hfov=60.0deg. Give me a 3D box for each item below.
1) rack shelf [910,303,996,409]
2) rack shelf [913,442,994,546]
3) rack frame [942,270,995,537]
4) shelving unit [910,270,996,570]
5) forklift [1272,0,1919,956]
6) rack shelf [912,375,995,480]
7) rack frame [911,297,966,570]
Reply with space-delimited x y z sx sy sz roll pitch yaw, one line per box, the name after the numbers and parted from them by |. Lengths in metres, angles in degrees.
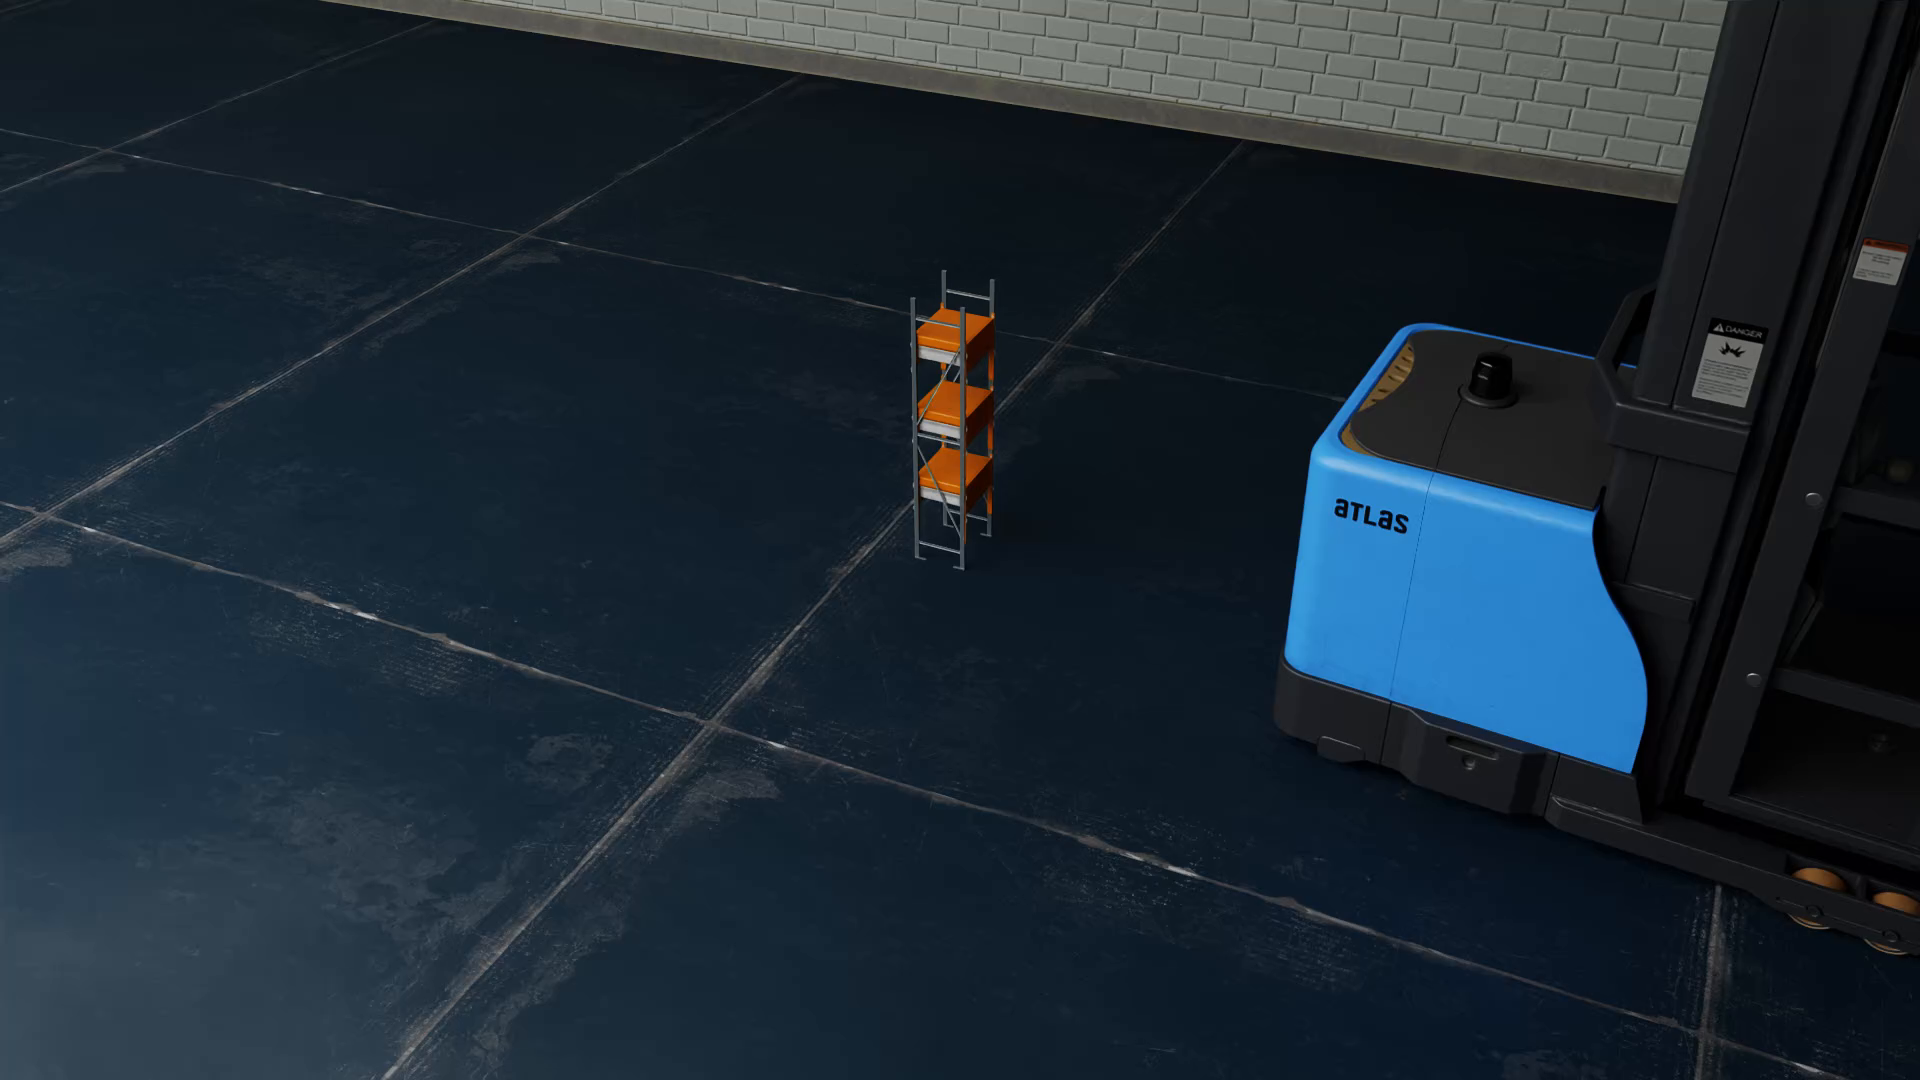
-0.022 -0.641 5.772 0.215 0.259 0.240 14 36 20 | rack shelf
-0.022 -0.171 6.080 0.215 0.259 0.240 14 36 20 | rack shelf
0.029 -0.473 6.014 0.200 1.050 0.008 14 36 20 | rack frame
-0.022 -0.412 5.921 0.215 1.050 0.252 14 36 20 | shelving unit
2.530 -0.433 4.237 3.031 2.935 1.130 17 37 24 | forklift
-0.022 -0.404 5.927 0.215 0.259 0.240 14 36 20 | rack shelf
-0.073 -0.352 5.829 0.200 1.050 0.008 14 36 20 | rack frame
